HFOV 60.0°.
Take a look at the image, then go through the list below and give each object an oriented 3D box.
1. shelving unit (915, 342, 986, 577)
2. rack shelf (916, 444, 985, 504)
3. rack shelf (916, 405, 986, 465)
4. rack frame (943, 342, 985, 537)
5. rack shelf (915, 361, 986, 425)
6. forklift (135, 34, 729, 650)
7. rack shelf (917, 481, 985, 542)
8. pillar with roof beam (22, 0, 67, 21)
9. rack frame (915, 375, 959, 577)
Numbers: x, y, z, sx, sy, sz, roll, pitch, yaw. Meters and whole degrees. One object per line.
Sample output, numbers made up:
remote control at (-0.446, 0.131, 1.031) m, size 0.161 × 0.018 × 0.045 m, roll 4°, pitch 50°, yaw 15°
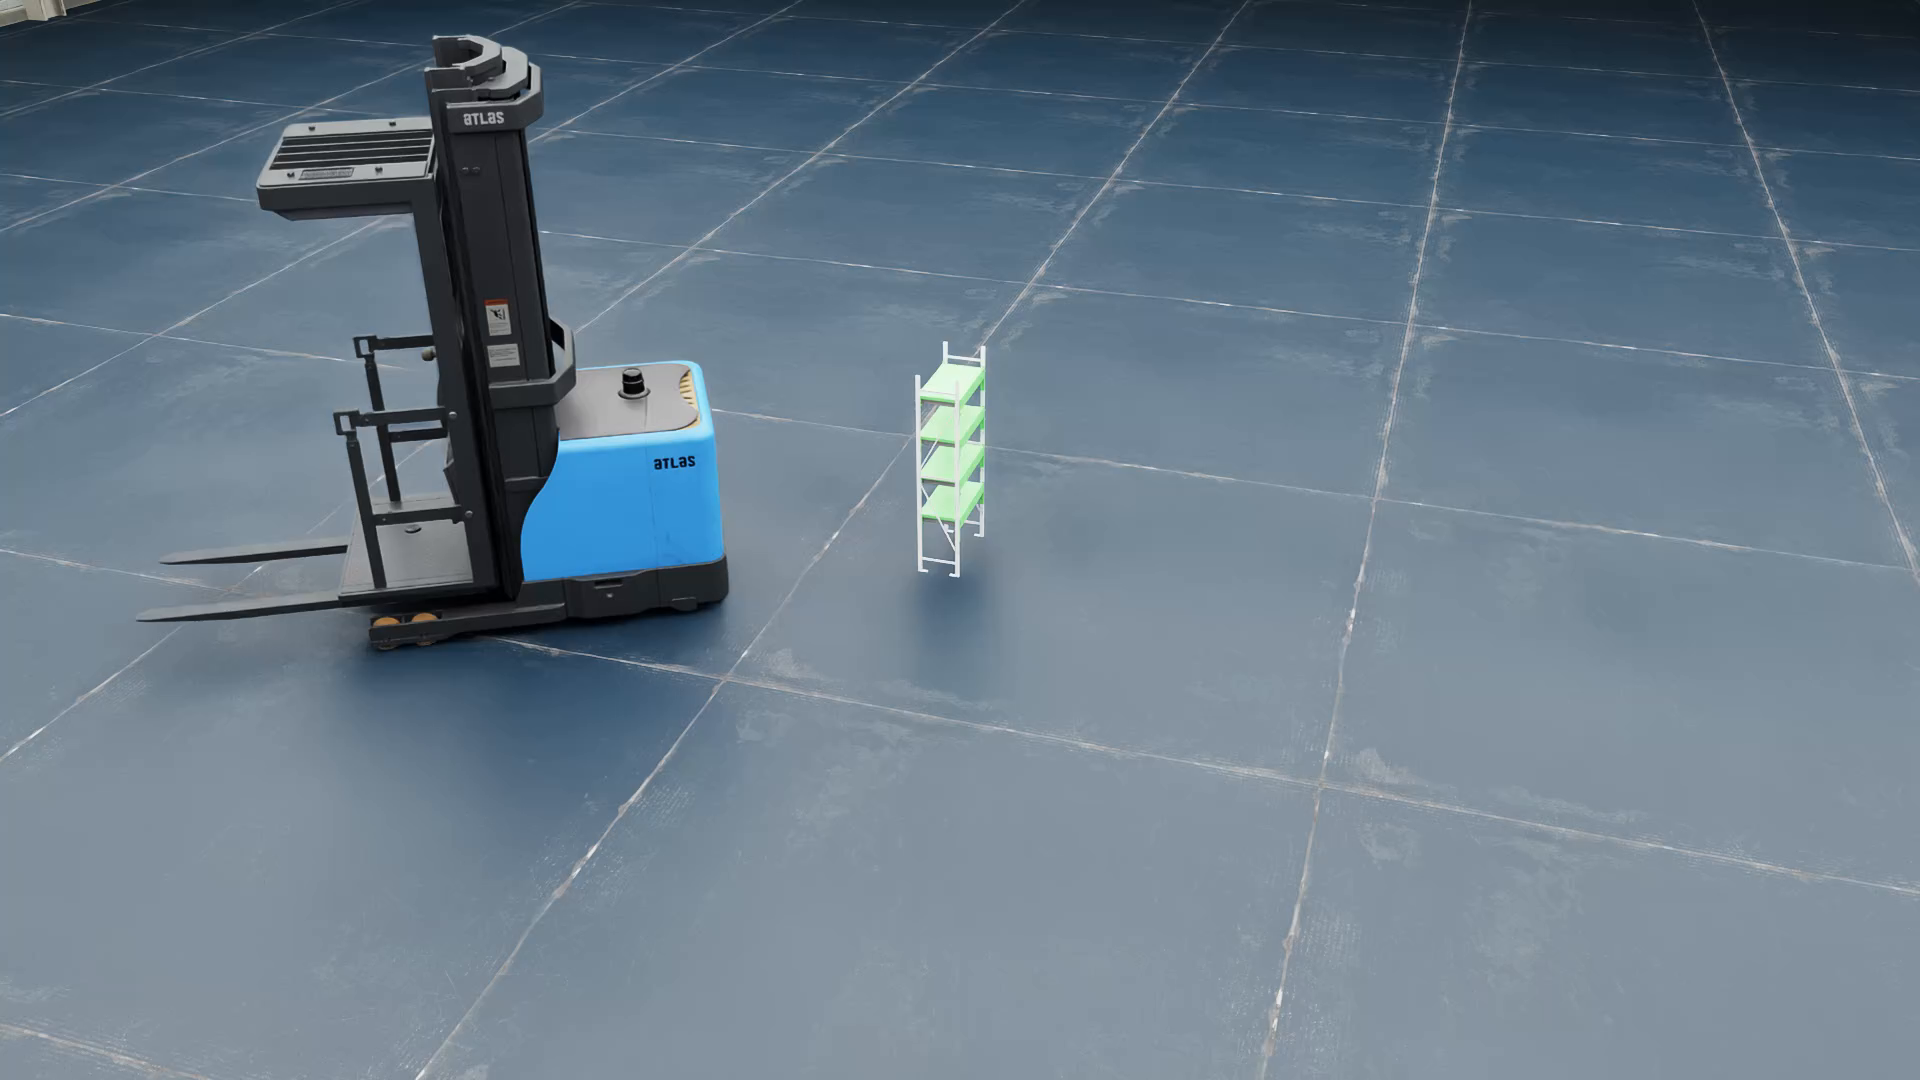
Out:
shelving unit at (-0.049, -0.447, 9.320) m, size 0.258 × 1.200 × 0.503 m, roll 8°, pitch 30°, yaw 15°
rack shelf at (-0.049, -0.392, 9.351) m, size 0.258 × 0.148 × 0.480 m, roll 8°, pitch 30°, yaw 15°
rack shelf at (-0.049, -0.601, 9.234) m, size 0.258 × 0.148 × 0.480 m, roll 8°, pitch 30°, yaw 15°
rack frame at (0.023, -0.561, 9.524) m, size 0.240 × 1.200 × 0.015 m, roll 8°, pitch 30°, yaw 15°
rack shelf at (-0.049, -0.811, 9.118) m, size 0.258 × 0.148 × 0.480 m, roll 8°, pitch 30°, yaw 15°
forklift at (-2.834, -0.988, 8.511) m, size 3.031 × 2.935 × 1.130 m, roll -6°, pitch 30°, yaw -11°
rack shelf at (-0.049, -0.182, 9.468) m, size 0.258 × 0.148 × 0.480 m, roll 8°, pitch 30°, yaw 15°
pillar with roof beam at (-8.200, -10.369, 19.134) m, size 9.100 × 9.000 × 0.400 m, roll 8°, pitch 30°, yaw 15°
rack frame at (-0.120, -0.334, 9.116) m, size 0.240 × 1.200 × 0.015 m, roll 8°, pitch 30°, yaw 15°
